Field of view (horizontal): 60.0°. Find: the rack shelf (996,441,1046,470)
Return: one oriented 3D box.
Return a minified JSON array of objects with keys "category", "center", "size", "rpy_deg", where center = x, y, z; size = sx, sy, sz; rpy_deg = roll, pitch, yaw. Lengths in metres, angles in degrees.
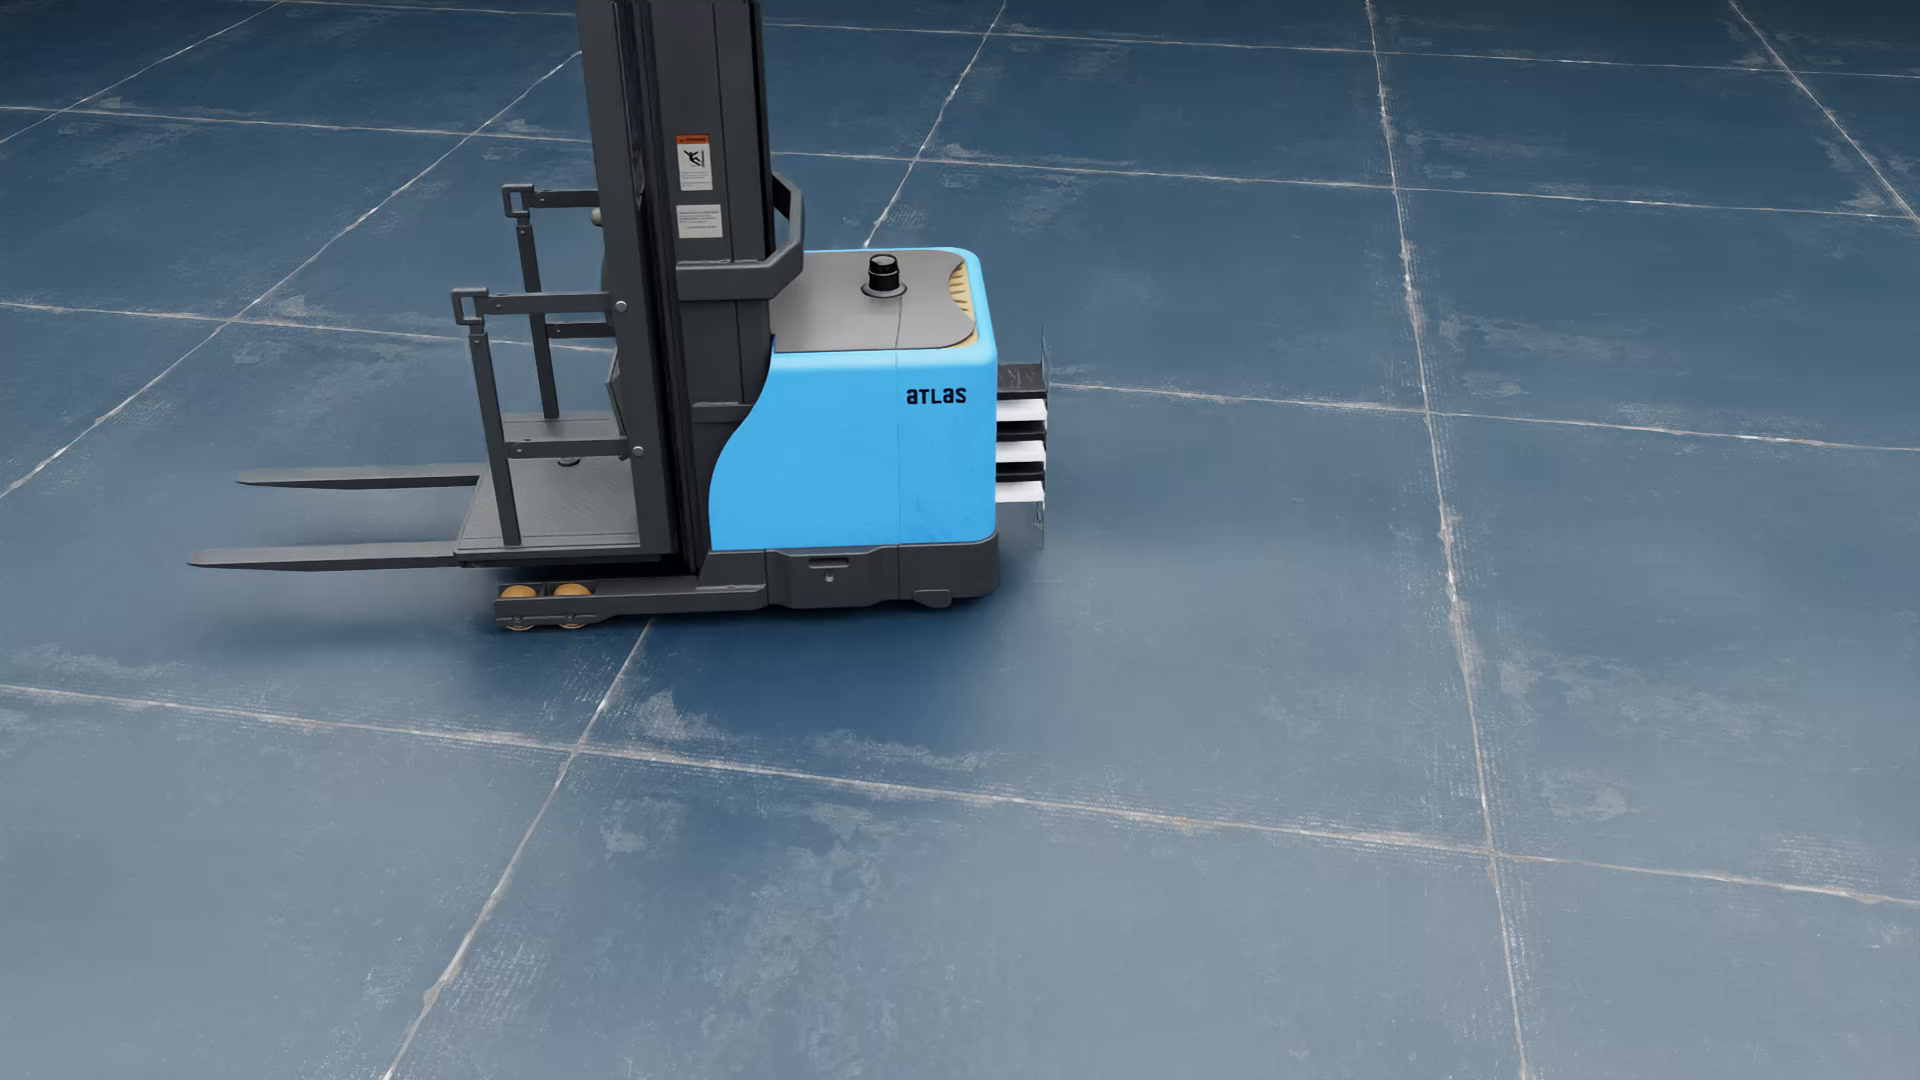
[{"category":"rack shelf","center":[0.225,-0.368,6.552],"size":[0.200,0.077,0.258],"rpy_deg":[-2,32,-3]}]

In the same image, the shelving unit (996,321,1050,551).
[{"category":"shelving unit","center":[0.225,-0.396,6.534],"size":[0.210,0.900,0.258],"rpy_deg":[-2,32,-3]}]

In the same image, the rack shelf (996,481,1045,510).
[{"category":"rack shelf","center":[0.225,-0.215,6.648],"size":[0.200,0.077,0.258],"rpy_deg":[-2,32,-3]}]

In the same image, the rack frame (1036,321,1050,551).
[{"category":"rack frame","center":[0.326,-0.399,6.540],"size":[0.006,0.900,0.240],"rpy_deg":[-2,32,-3]}]

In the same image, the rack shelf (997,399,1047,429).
[{"category":"rack shelf","center":[0.225,-0.520,6.457],"size":[0.200,0.077,0.258],"rpy_deg":[-2,32,-3]}]

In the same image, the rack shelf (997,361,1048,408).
[{"category":"rack shelf","center":[0.225,-0.597,6.409],"size":[0.200,0.077,0.258],"rpy_deg":[-2,32,-3]}]

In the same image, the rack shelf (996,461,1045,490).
[{"category":"rack shelf","center":[0.225,-0.291,6.600],"size":[0.200,0.077,0.258],"rpy_deg":[-2,32,-3]}]

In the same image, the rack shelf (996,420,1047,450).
[{"category":"rack shelf","center":[0.225,-0.444,6.504],"size":[0.200,0.077,0.258],"rpy_deg":[-2,32,-3]}]

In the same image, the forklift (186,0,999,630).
[{"category":"forklift","center":[-1.394,-1.195,5.897],"size":[3.031,2.935,1.130],"rpy_deg":[-2,32,-3]}]
